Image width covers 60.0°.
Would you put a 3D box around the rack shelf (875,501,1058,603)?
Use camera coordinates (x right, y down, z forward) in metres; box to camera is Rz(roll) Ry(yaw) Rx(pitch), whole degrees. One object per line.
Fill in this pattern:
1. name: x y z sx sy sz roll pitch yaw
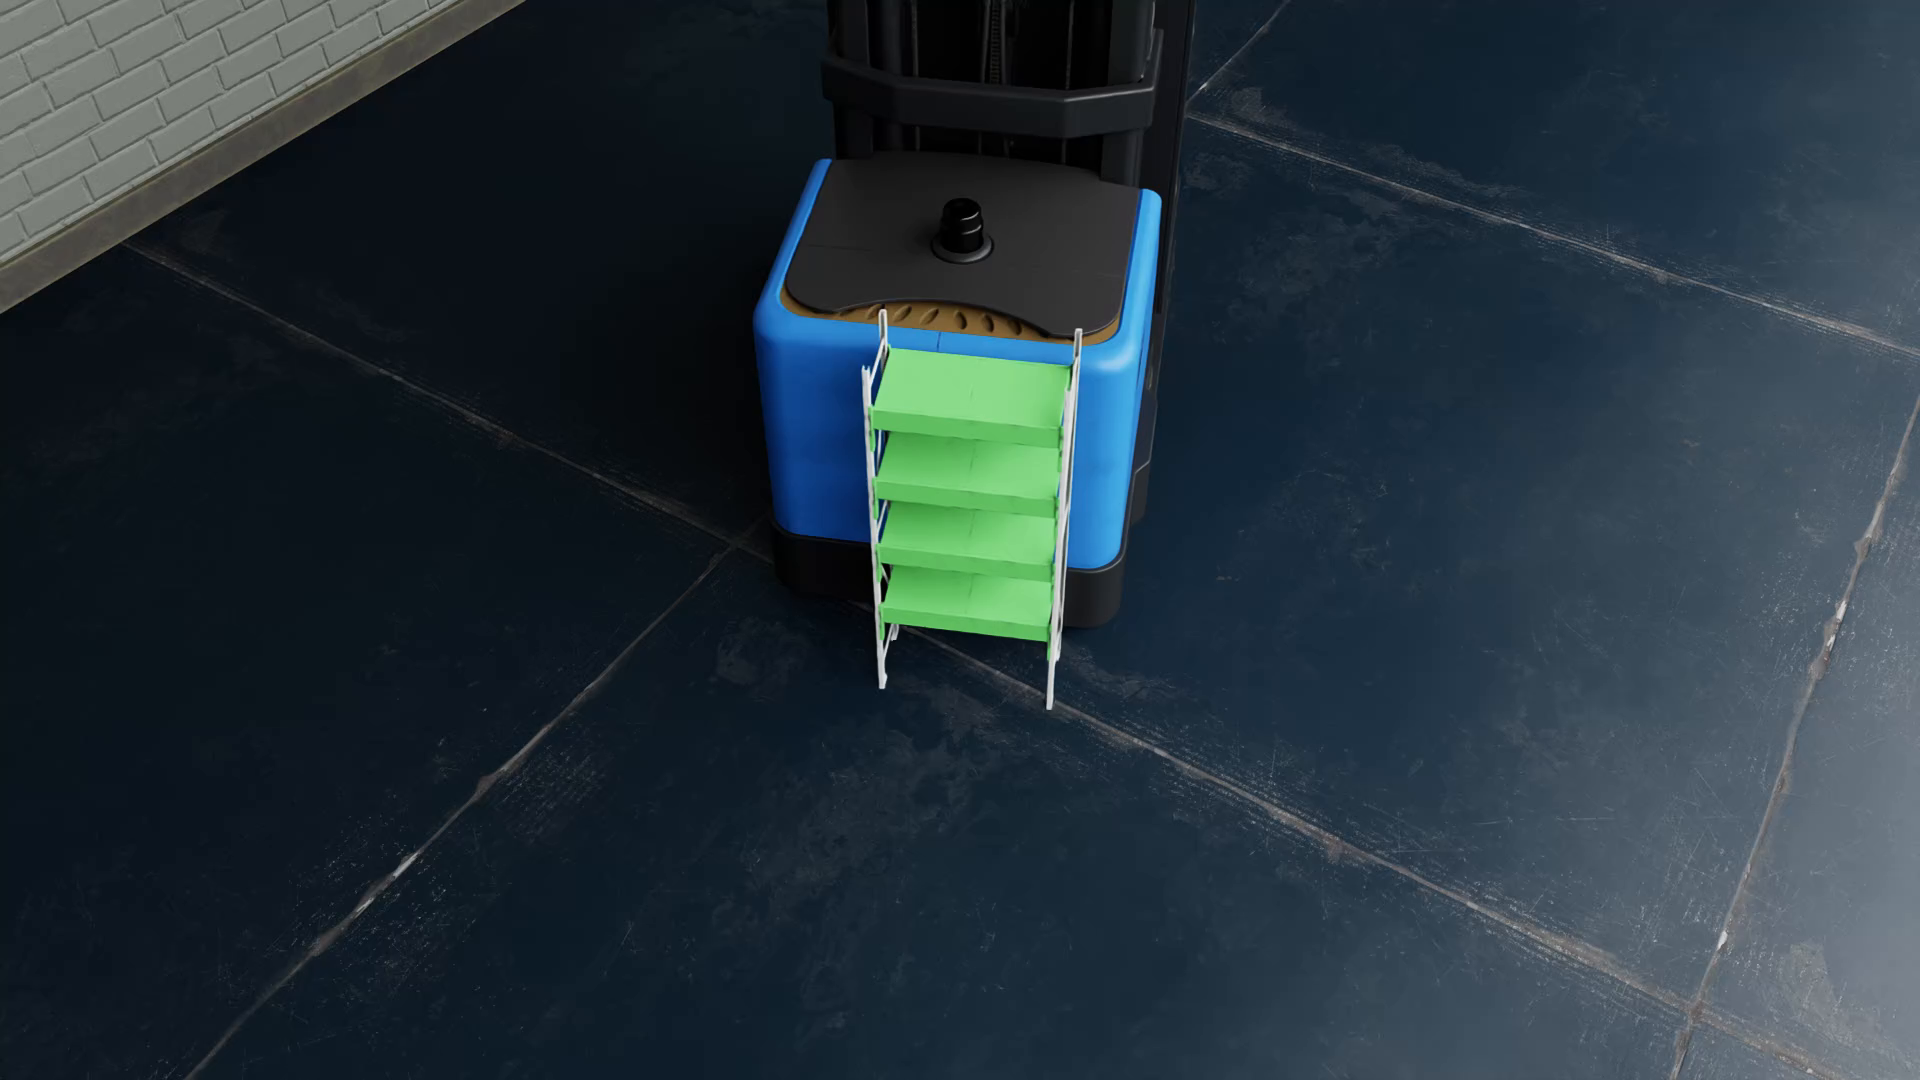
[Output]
1. rack shelf: 0.032 0.002 4.500 0.480 0.148 0.258 6 46 6

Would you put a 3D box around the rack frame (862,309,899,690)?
1. rack frame: -0.209 -0.070 4.481 0.015 1.200 0.240 6 46 6

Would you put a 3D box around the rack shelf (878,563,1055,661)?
1. rack shelf: 0.032 0.170 4.672 0.480 0.148 0.258 6 46 6

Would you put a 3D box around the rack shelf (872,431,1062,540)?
1. rack shelf: 0.032 -0.165 4.328 0.480 0.148 0.258 6 46 6

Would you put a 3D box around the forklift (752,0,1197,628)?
1. forklift: 0.190 -1.833 4.987 1.130 2.935 3.031 7 46 7

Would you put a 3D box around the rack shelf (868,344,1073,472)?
1. rack shelf: 0.032 -0.332 4.156 0.480 0.148 0.258 6 46 6

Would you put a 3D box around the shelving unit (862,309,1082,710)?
1. shelving unit: 0.032 -0.042 4.454 0.503 1.200 0.258 6 46 6

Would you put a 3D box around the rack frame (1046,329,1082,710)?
1. rack frame: 0.273 -0.015 4.428 0.015 1.200 0.240 6 46 6
